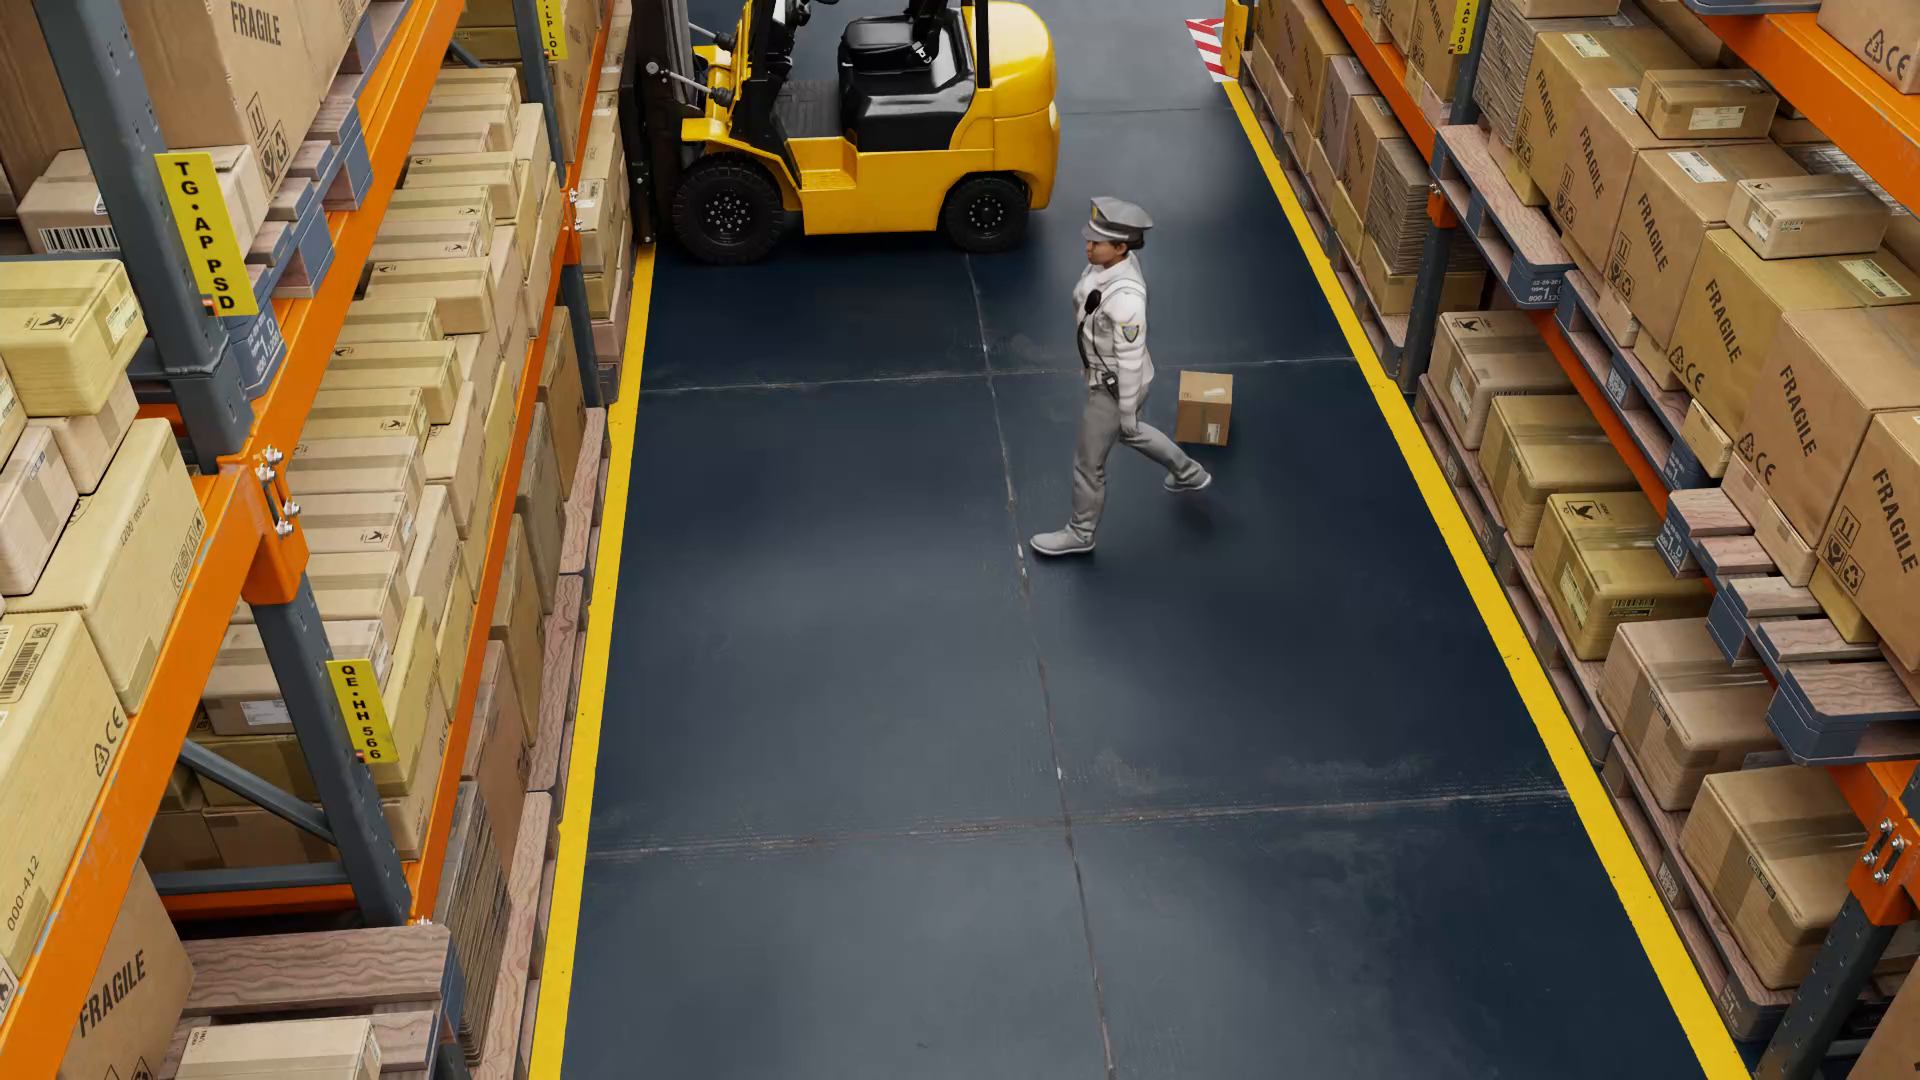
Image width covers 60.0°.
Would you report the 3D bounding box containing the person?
[{"bbox_3d":[0.719,-0.690,6.958,0.821,1.663,0.532,-1,39,-1],"label":"person"}]
